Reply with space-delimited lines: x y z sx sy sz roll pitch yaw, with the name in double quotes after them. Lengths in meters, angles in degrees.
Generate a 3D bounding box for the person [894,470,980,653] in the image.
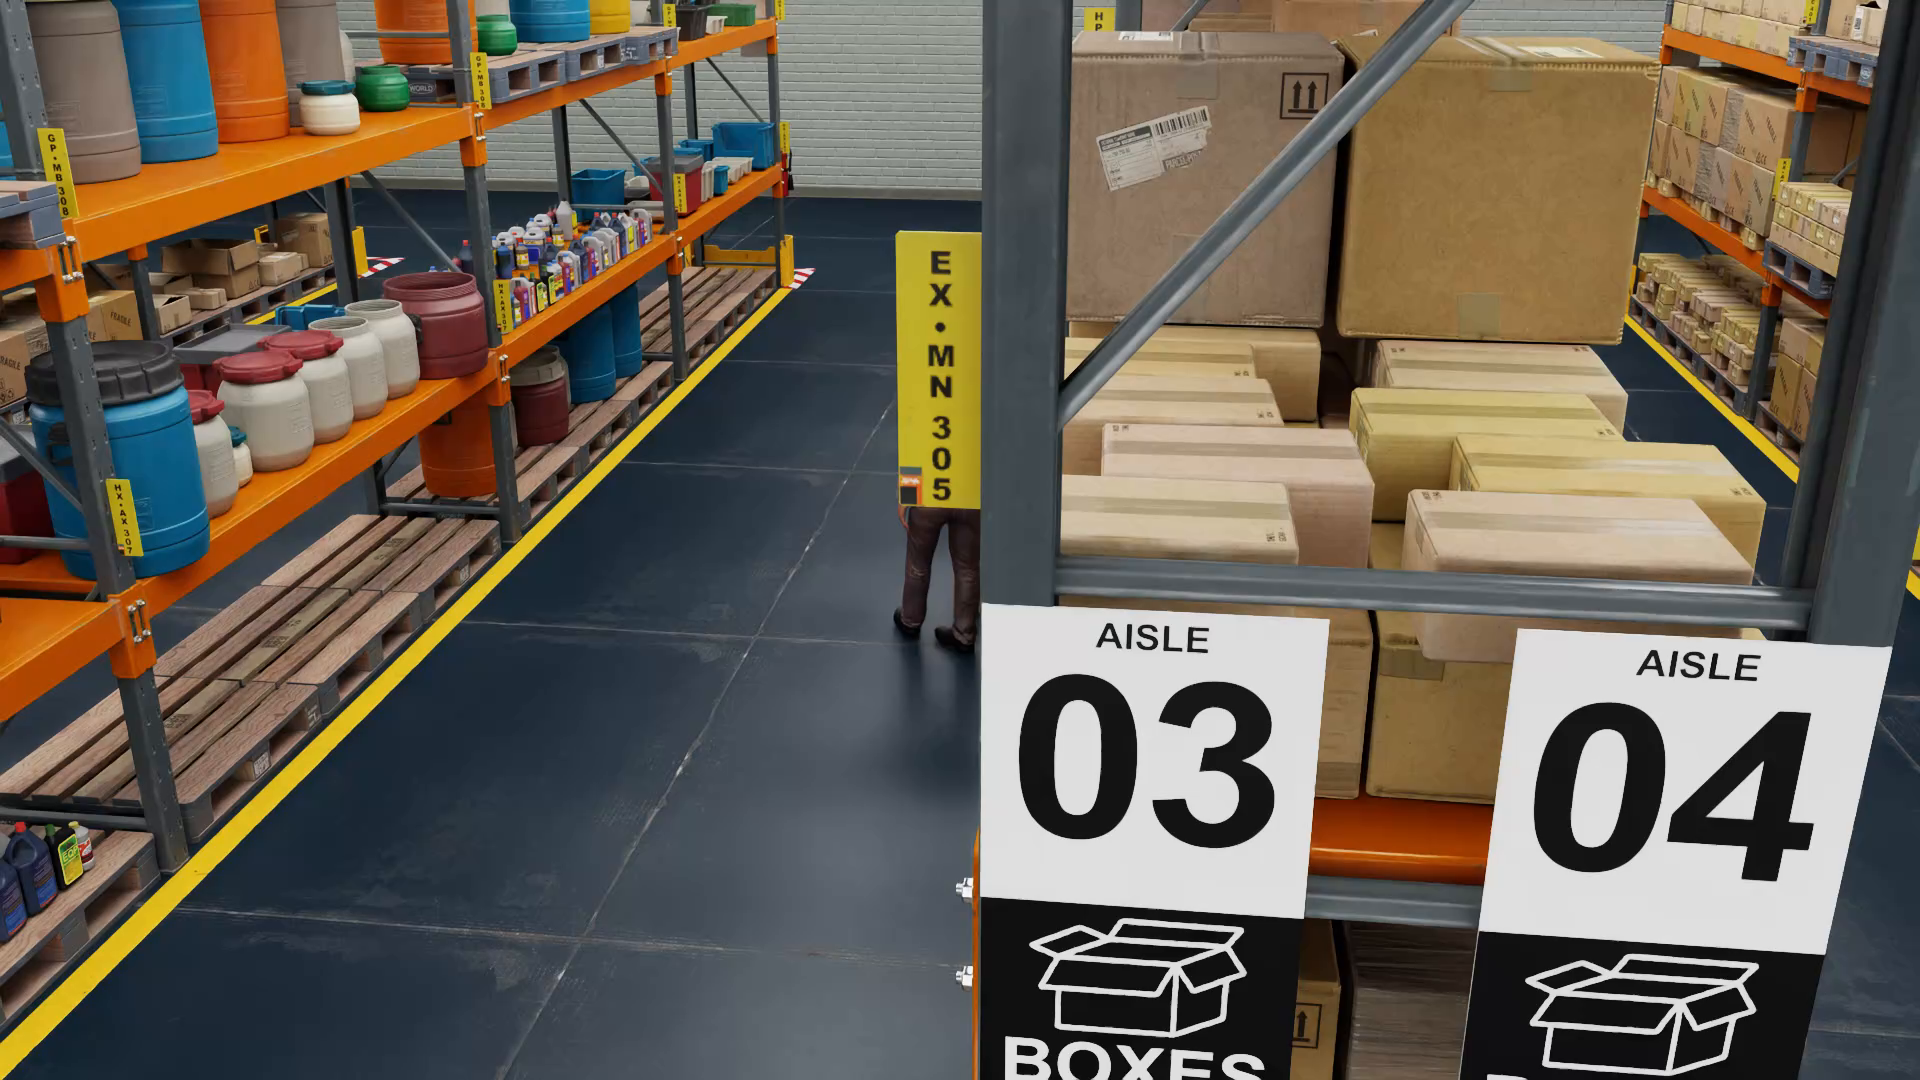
-0.102 -0.253 9.261 0.564 1.723 0.605 -4 21 -10 "person"
